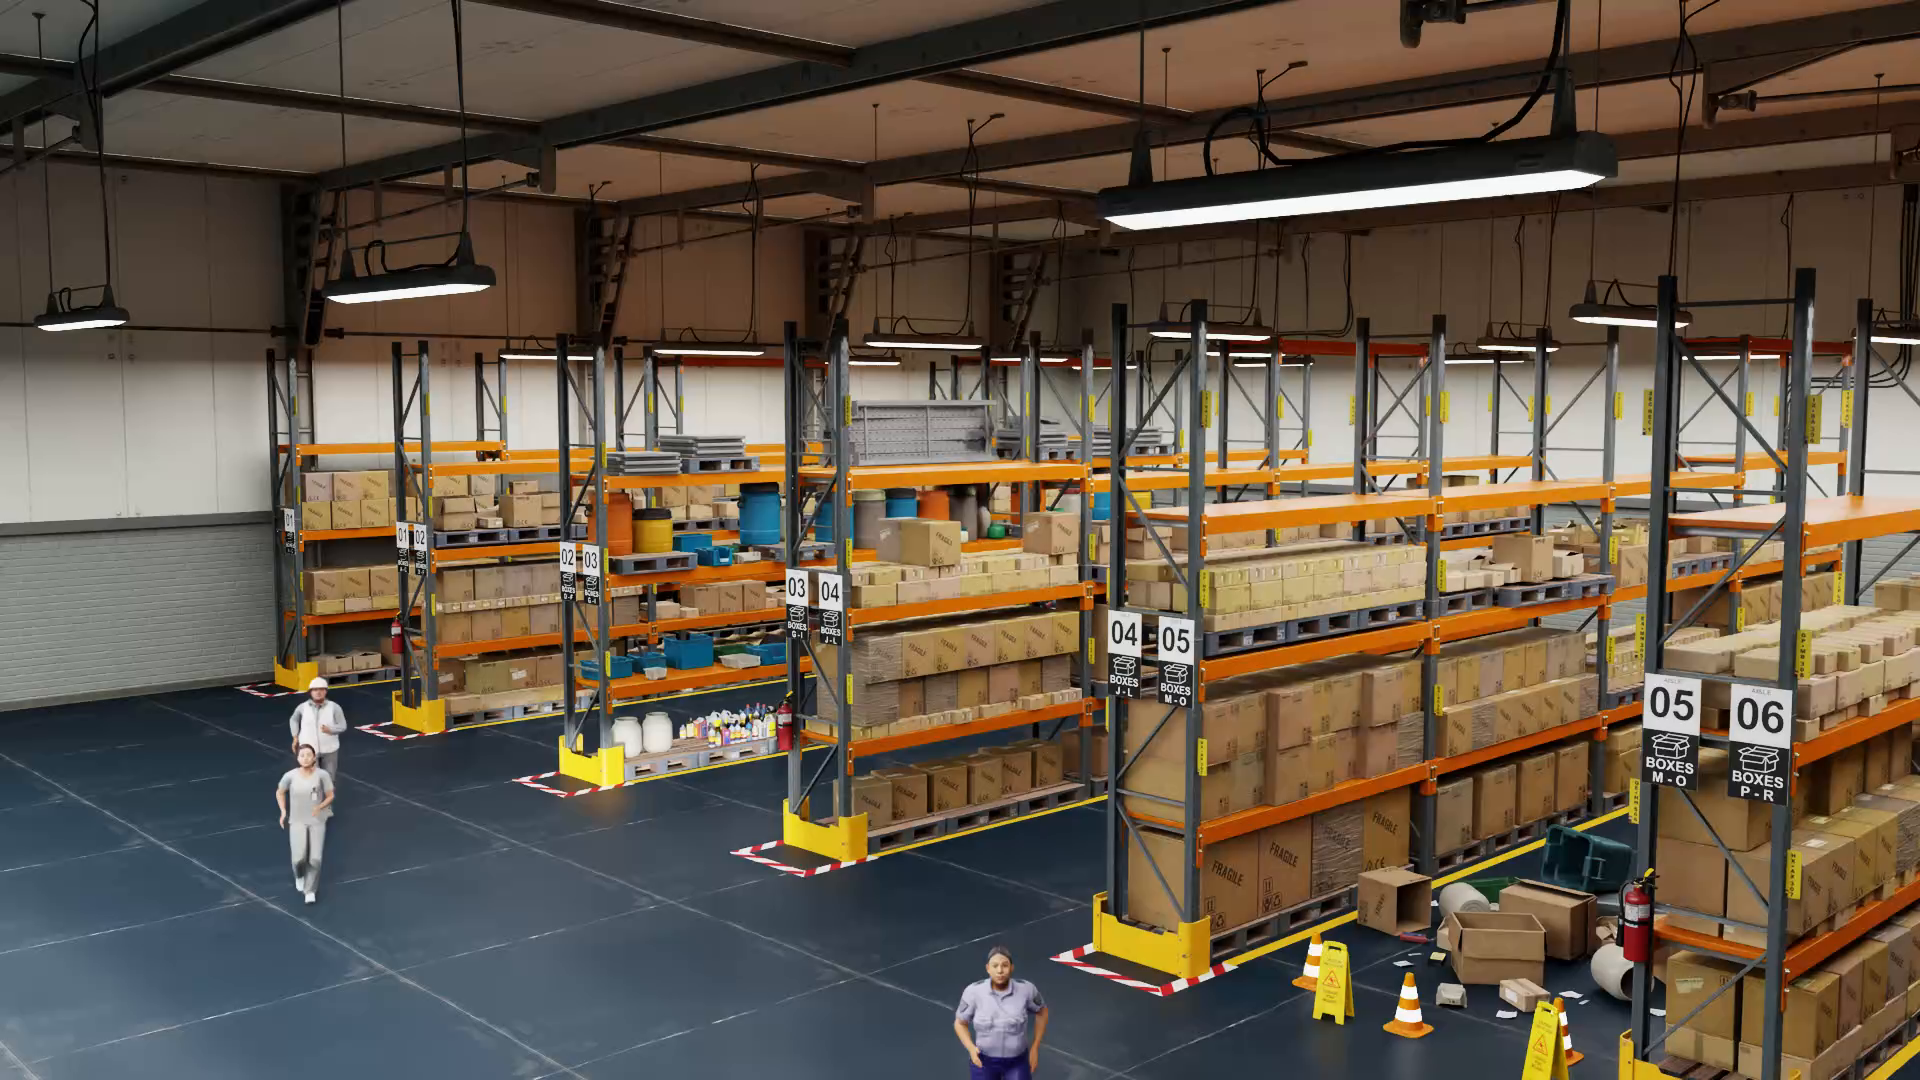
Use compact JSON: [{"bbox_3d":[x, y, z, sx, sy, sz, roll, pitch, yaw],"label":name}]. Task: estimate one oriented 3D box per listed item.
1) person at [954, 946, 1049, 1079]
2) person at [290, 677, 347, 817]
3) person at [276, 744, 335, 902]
[{"bbox_3d":[0.259,3.427,10.754,0.606,1.611,0.571,1,5,6],"label":"person"},{"bbox_3d":[-7.681,2.559,19.939,0.630,1.838,0.774,-2,5,-23],"label":"person"},{"bbox_3d":[-6.652,2.890,16.925,0.557,1.630,0.553,-2,5,-21],"label":"person"}]
